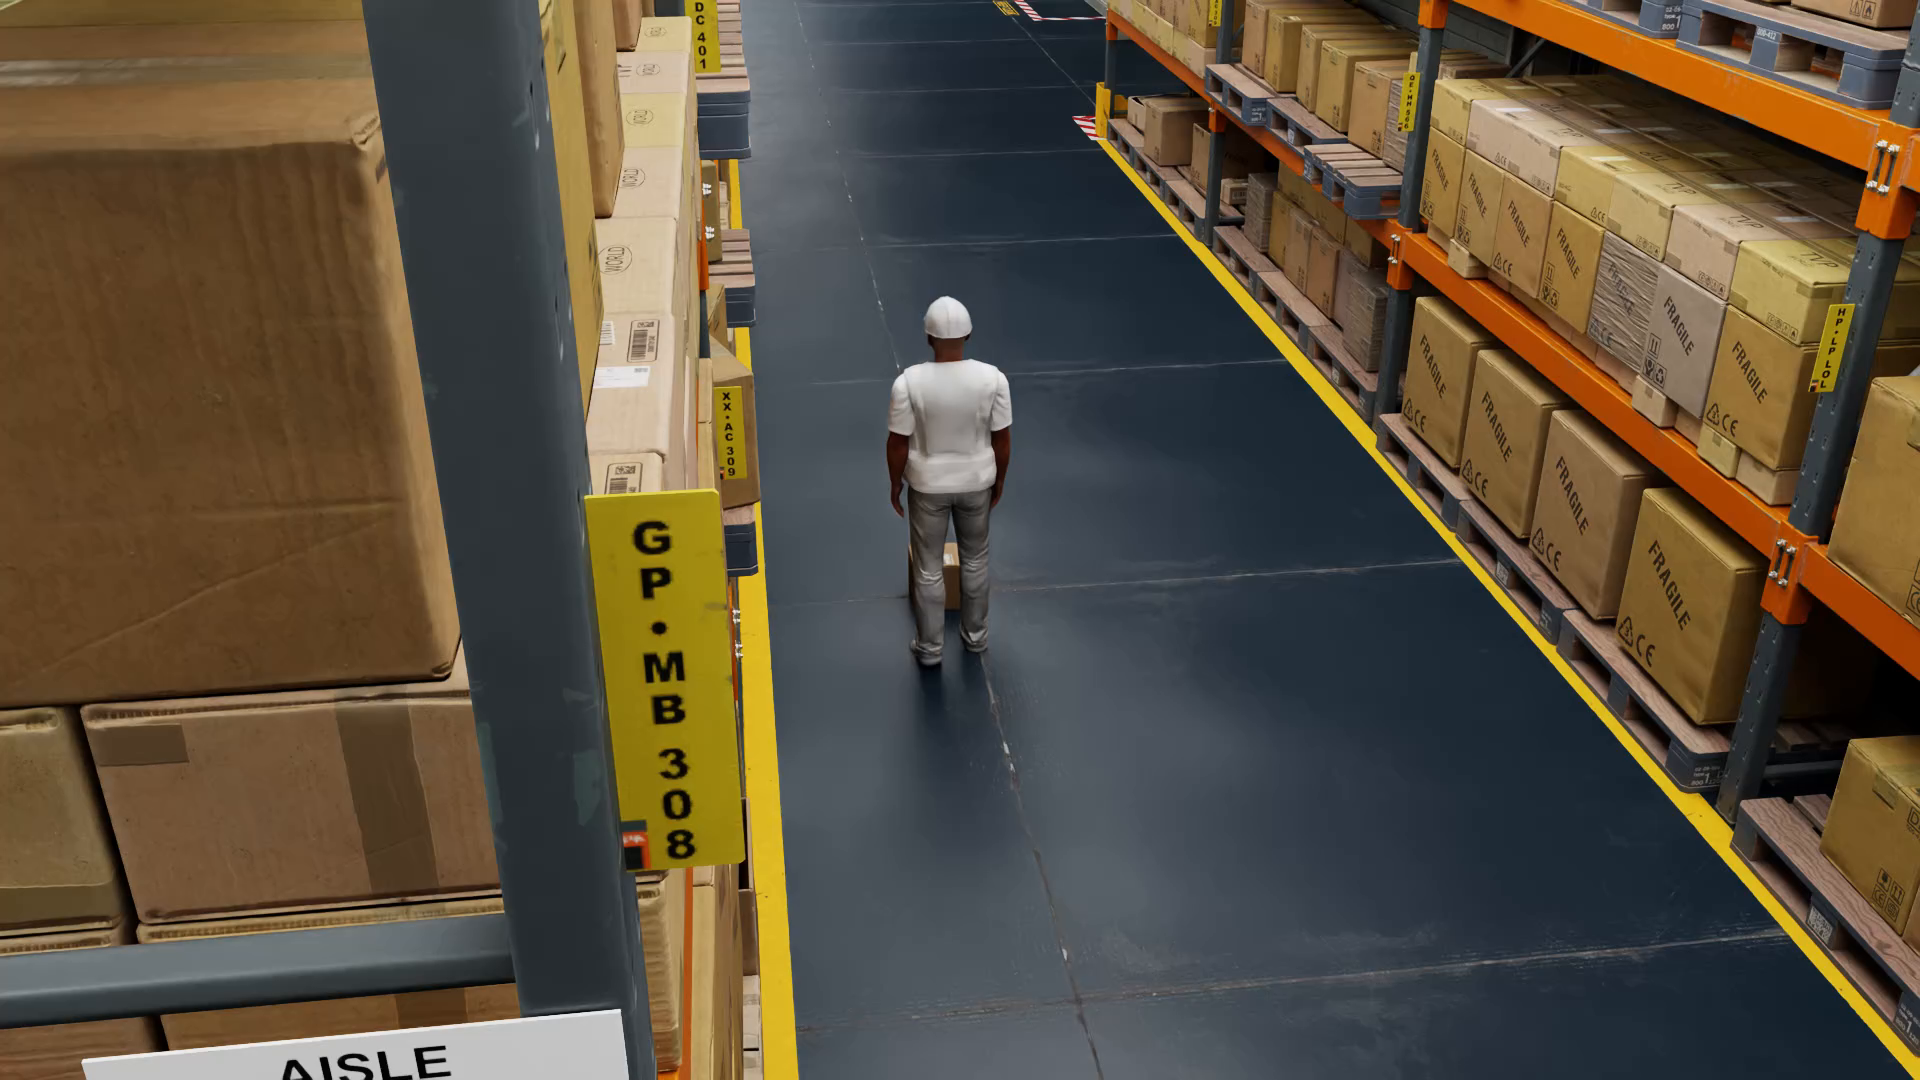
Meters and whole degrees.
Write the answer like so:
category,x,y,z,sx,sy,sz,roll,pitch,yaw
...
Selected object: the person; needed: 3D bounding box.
category,x,y,z,sx,sy,sz,roll,pitch,yaw
person,-0.056,-0.263,7.639,0.564,1.789,0.418,-3,27,-7
